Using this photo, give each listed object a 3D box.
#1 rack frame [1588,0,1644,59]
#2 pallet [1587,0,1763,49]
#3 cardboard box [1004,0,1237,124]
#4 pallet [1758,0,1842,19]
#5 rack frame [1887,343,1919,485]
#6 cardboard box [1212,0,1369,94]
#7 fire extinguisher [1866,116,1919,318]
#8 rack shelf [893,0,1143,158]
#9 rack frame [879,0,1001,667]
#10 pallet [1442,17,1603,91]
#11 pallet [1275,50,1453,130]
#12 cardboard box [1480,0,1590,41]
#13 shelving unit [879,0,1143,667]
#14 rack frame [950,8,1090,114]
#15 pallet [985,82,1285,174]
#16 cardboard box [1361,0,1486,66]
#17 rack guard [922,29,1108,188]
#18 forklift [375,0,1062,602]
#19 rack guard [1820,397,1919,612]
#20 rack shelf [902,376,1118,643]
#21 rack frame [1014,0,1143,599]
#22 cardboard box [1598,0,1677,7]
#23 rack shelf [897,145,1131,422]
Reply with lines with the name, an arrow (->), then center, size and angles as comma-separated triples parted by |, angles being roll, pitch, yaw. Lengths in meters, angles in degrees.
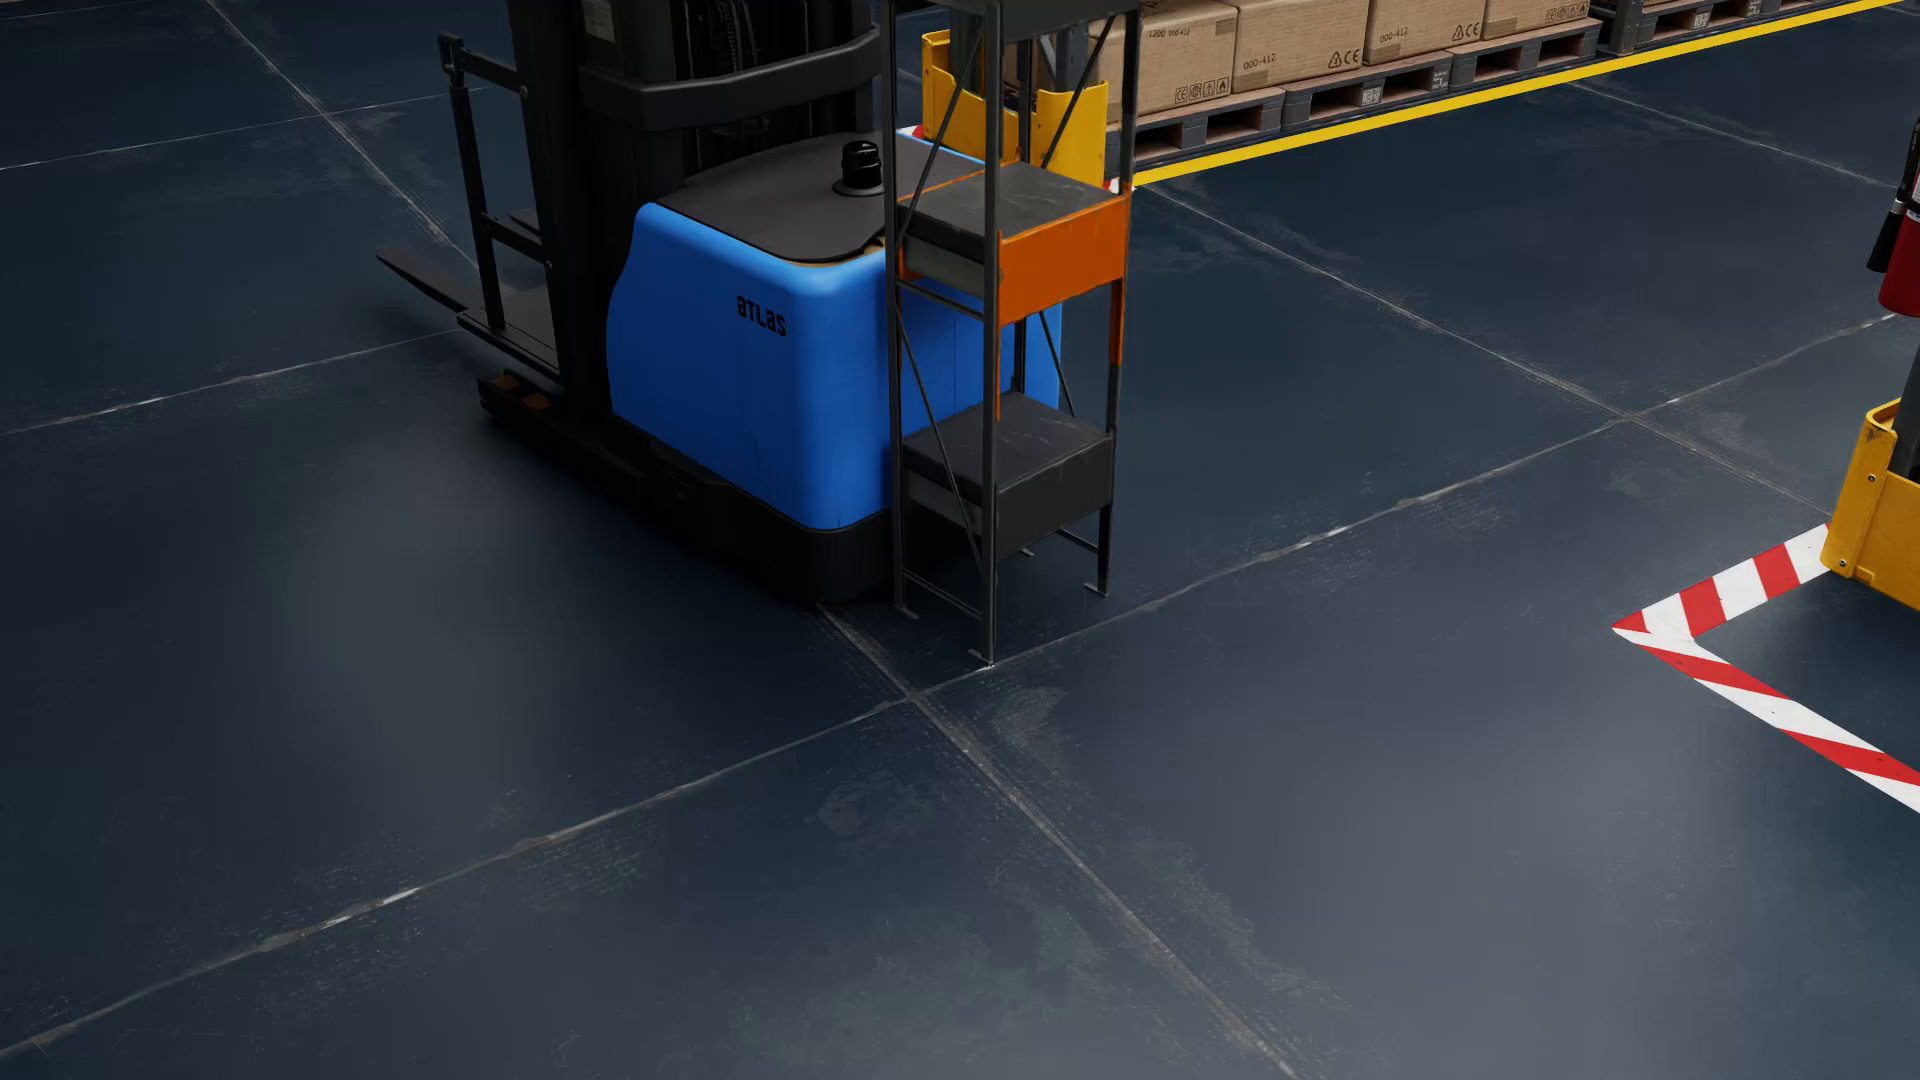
rack frame -> 3.629, -4.320, 9.287 | 0.127, 3.000, 1.000 | -19, 37, -27
pallet -> 4.236, -3.398, 10.438 | 1.213, 0.211, 1.003 | -19, 37, -27
cardboard box -> 0.767, -2.493, 8.399 | 0.875, 0.438, 0.875 | -20, 38, -29
pallet -> 5.263, -3.752, 11.001 | 1.213, 0.211, 1.003 | -19, 37, -27
rack frame -> 3.034, -0.973, 3.981 | 0.127, 3.000, 1.000 | -19, 37, -27
cardboard box -> 1.532, -2.762, 8.824 | 0.875, 0.438, 0.875 | -18, 36, -26
fire extinguisher -> 2.572, -0.917, 4.314 | 0.183, 0.674, 0.296 | -19, 37, -27
rack shelf -> 0.126, -1.281, 4.026 | 0.480, 0.518, 0.431 | -27, 41, -36
rack frame -> -0.050, -0.610, 4.250 | 0.015, 2.100, 0.400 | -27, 41, -36
pallet -> 2.947, -2.956, 9.738 | 1.213, 0.211, 1.003 | -19, 37, -27
pallet -> 1.921, -2.601, 9.176 | 1.213, 0.211, 1.003 | -19, 37, -27
cardboard box -> 3.043, -3.281, 9.647 | 0.875, 0.438, 0.875 | -20, 37, -28
shelving unit -> 0.126, -0.701, 4.393 | 0.503, 2.100, 0.431 | -27, 41, -36
rack frame -> 0.267, -3.164, 7.454 | 0.127, 3.000, 1.000 | -19, 37, -27
pallet -> 0.896, -2.251, 8.620 | 1.213, 0.211, 1.003 | -19, 37, -27
cardboard box -> 2.291, -3.022, 9.236 | 0.875, 0.438, 0.875 | -20, 37, -29
rack guard -> 0.246, -2.100, 8.110 | 0.348, 0.500, 1.175 | -19, 37, -27
forklift -> -1.056, -1.749, 5.276 | 1.130, 2.935, 3.031 | -27, 41, -36
rack guard -> 3.097, 0.062, 4.683 | 0.348, 0.500, 1.175 | -19, 37, -27
rack shelf -> 0.126, -0.097, 4.773 | 0.480, 0.518, 0.431 | -27, 41, -36
rack frame -> 0.301, -0.791, 4.536 | 0.015, 2.100, 0.400 | -27, 41, -36
cardboard box -> 4.106, -3.814, 10.083 | 0.875, 0.875, 0.875 | -18, 36, -26
rack shelf -> 0.126, -0.689, 4.400 | 0.480, 0.518, 0.431 | -27, 41, -36
